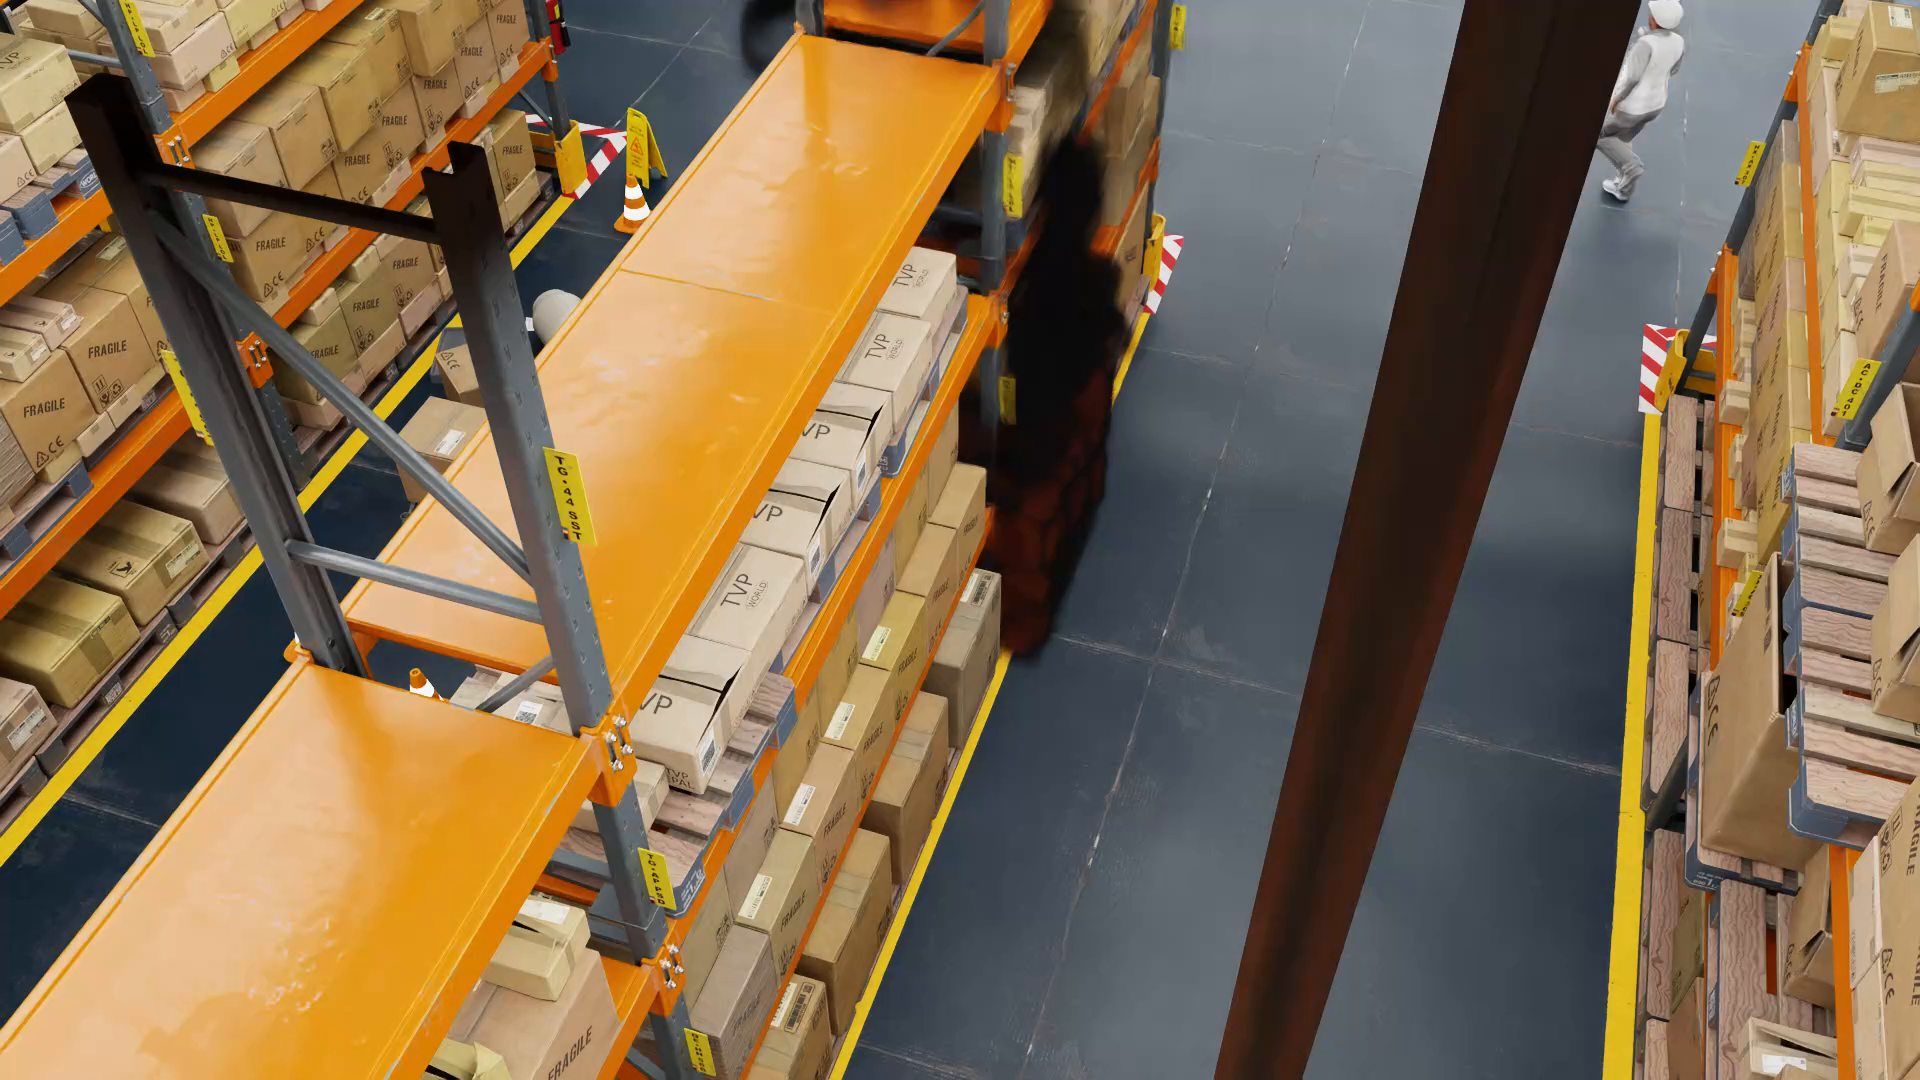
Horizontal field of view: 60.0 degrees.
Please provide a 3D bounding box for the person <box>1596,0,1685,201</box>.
[{"bbox_3d":[5.443,-3.529,13.386,0.679,1.735,0.646,-20,49,-18],"label":"person"}]
